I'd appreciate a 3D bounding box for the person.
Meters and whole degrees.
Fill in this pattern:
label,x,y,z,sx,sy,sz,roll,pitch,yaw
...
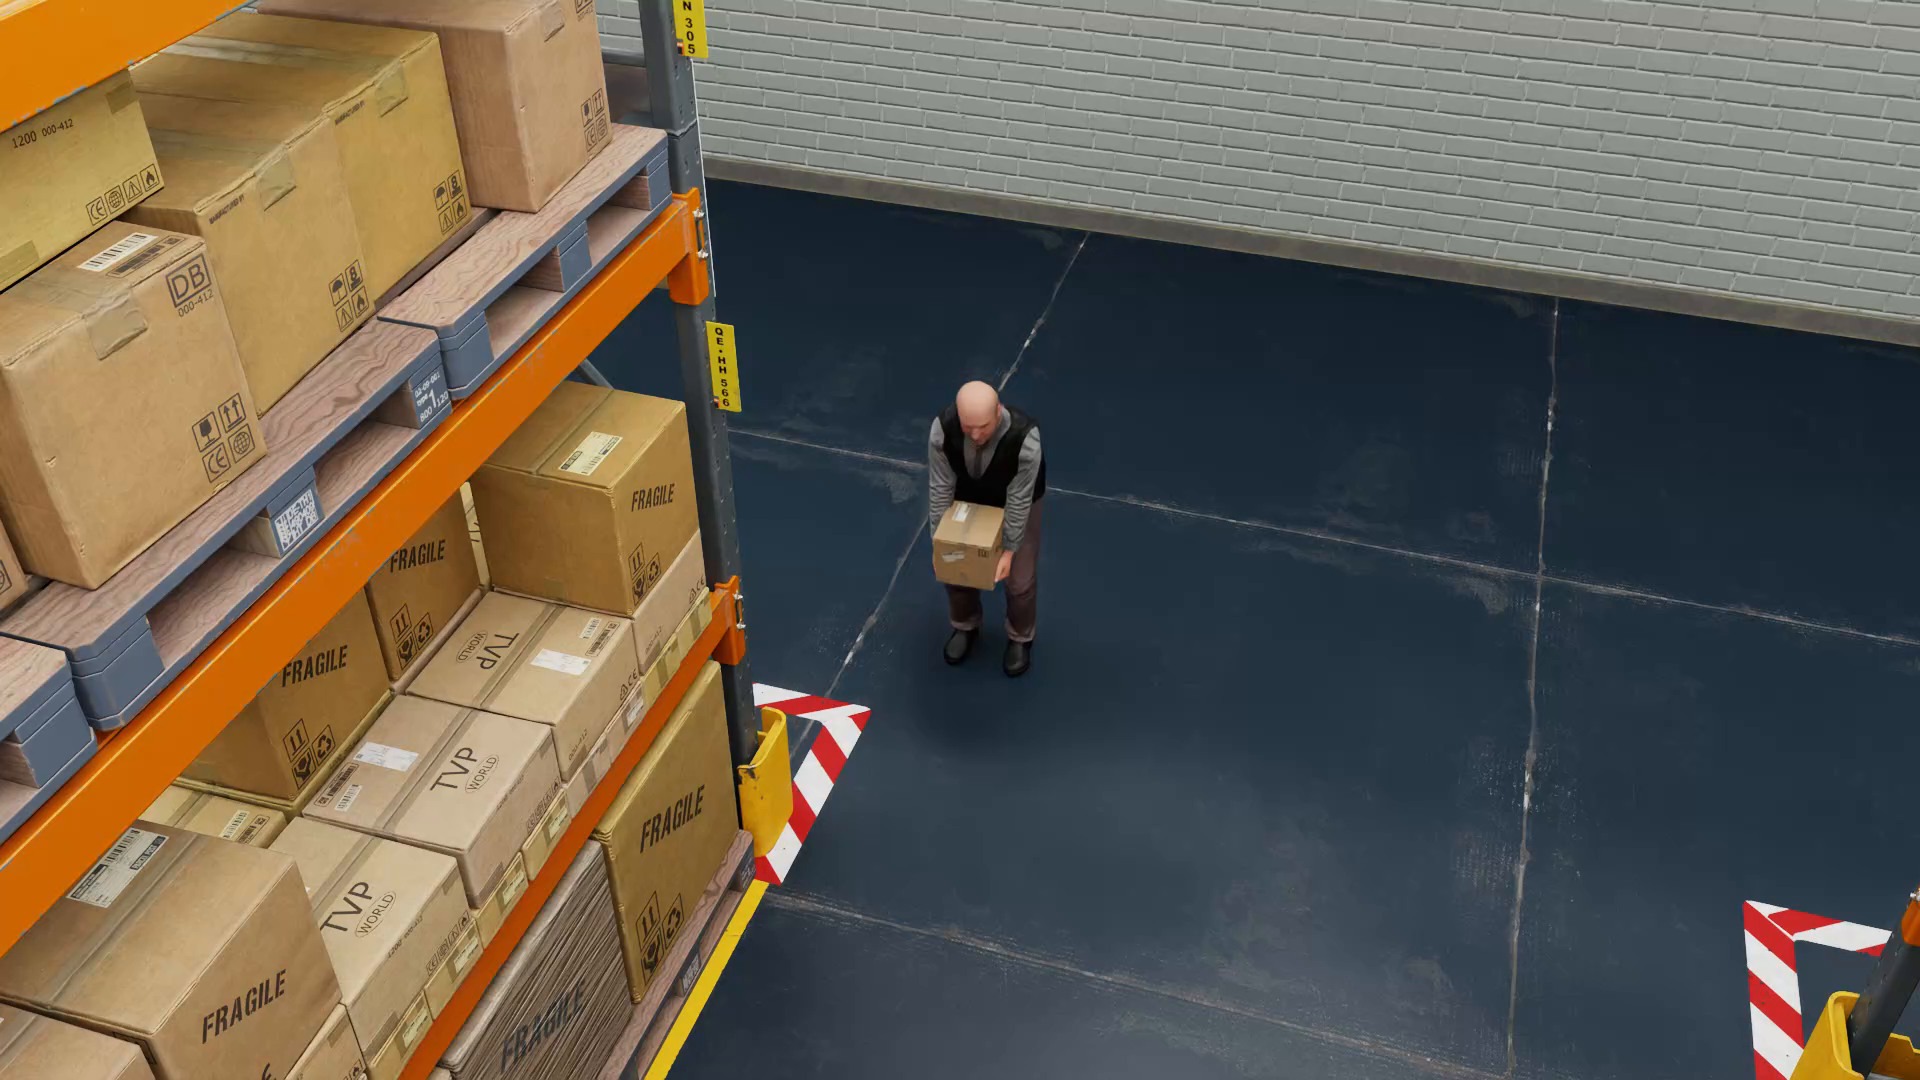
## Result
label,x,y,z,sx,sy,sz,roll,pitch,yaw
person,0.125,-0.083,7.118,0.475,1.615,0.646,10,38,13
